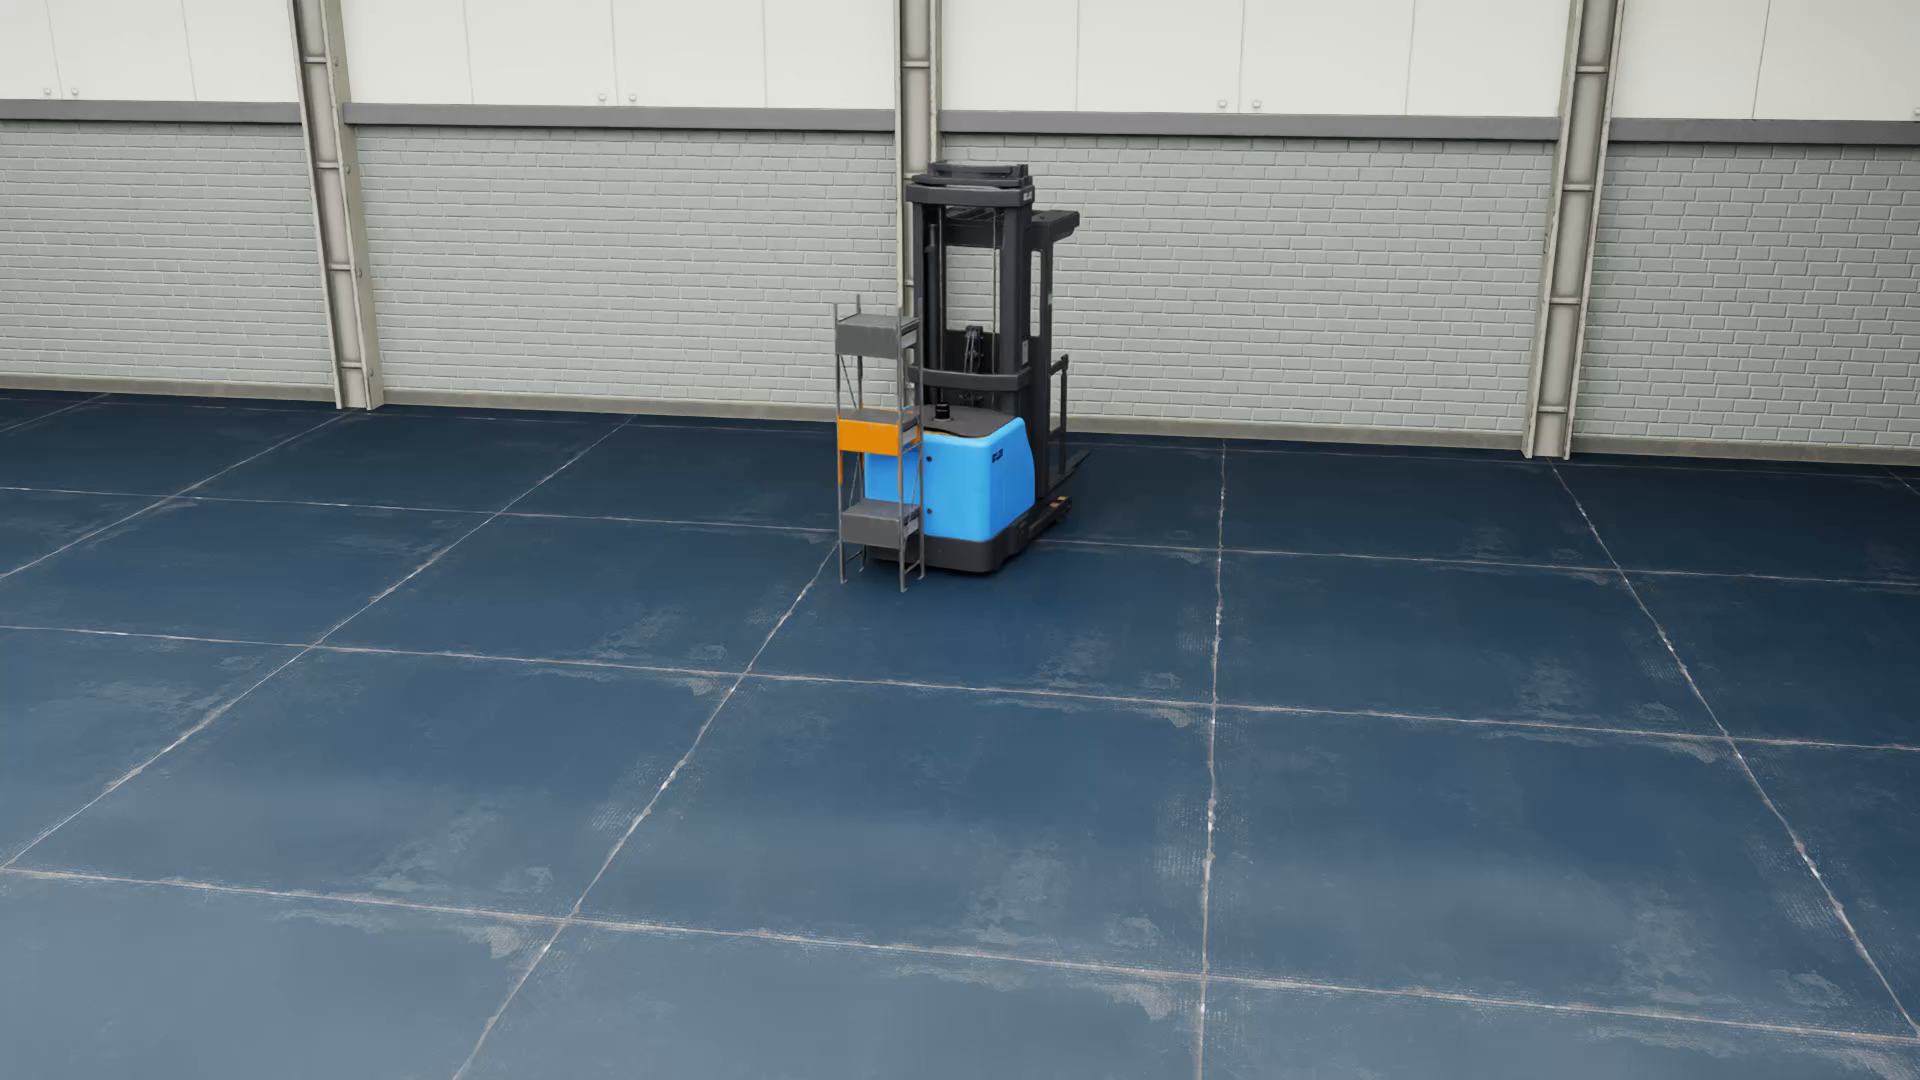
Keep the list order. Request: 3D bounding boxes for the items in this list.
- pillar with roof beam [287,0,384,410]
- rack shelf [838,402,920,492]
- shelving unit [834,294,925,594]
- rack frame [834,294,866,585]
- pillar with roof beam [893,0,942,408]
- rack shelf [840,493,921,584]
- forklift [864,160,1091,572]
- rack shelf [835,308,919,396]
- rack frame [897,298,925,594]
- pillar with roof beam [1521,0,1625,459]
[{"bbox_3d":[-6.997,-4.334,12.076,0.400,9.000,9.100,3,19,9],"label":"pillar with roof beam"},{"bbox_3d":[-0.576,-0.680,12.067,0.480,0.518,0.431,7,20,21],"label":"rack shelf"},{"bbox_3d":[-0.576,-0.693,12.062,0.503,2.100,0.431,7,20,21],"label":"shelving unit"},{"bbox_3d":[-0.802,-0.722,12.150,0.015,2.100,0.400,7,20,21],"label":"rack frame"},{"bbox_3d":[-1.073,-4.033,11.173,0.400,9.000,9.100,3,19,9],"label":"pillar with roof beam"},{"bbox_3d":[-0.575,-0.017,12.291,0.480,0.518,0.431,7,20,21],"label":"rack shelf"},{"bbox_3d":[0.291,-1.578,13.401,1.130,2.935,3.031,7,20,21],"label":"forklift"},{"bbox_3d":[-0.577,-1.343,11.843,0.480,0.518,0.431,7,20,21],"label":"rack shelf"},{"bbox_3d":[-0.350,-0.663,11.975,0.015,2.100,0.400,7,20,21],"label":"rack frame"},{"bbox_3d":[4.851,-3.731,10.271,0.400,9.000,9.100,3,19,9],"label":"pillar with roof beam"}]
